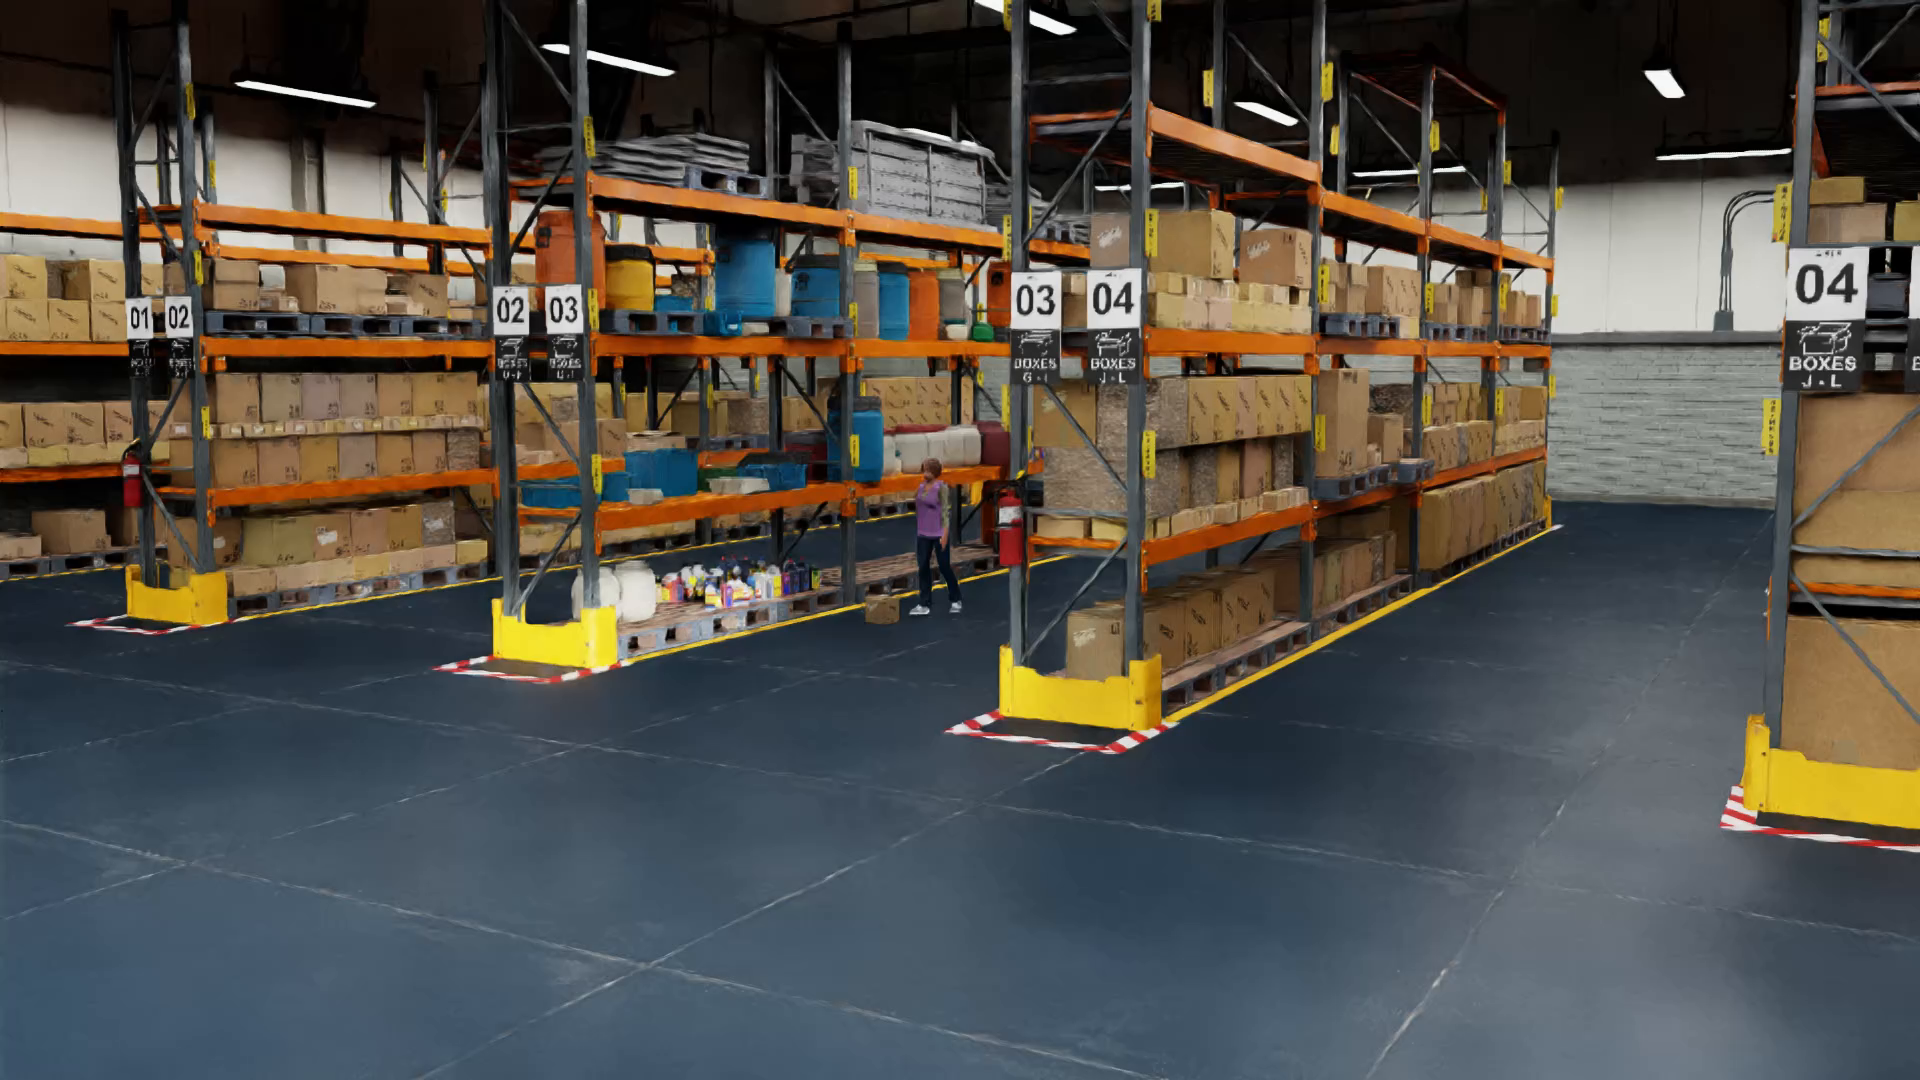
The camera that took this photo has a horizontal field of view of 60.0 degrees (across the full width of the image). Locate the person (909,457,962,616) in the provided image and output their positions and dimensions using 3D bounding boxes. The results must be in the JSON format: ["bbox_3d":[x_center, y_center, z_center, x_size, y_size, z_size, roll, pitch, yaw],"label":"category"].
[{"bbox_3d":[-0.250,-0.042,16.829,0.424,1.597,0.559,5,8,39],"label":"person"}]
